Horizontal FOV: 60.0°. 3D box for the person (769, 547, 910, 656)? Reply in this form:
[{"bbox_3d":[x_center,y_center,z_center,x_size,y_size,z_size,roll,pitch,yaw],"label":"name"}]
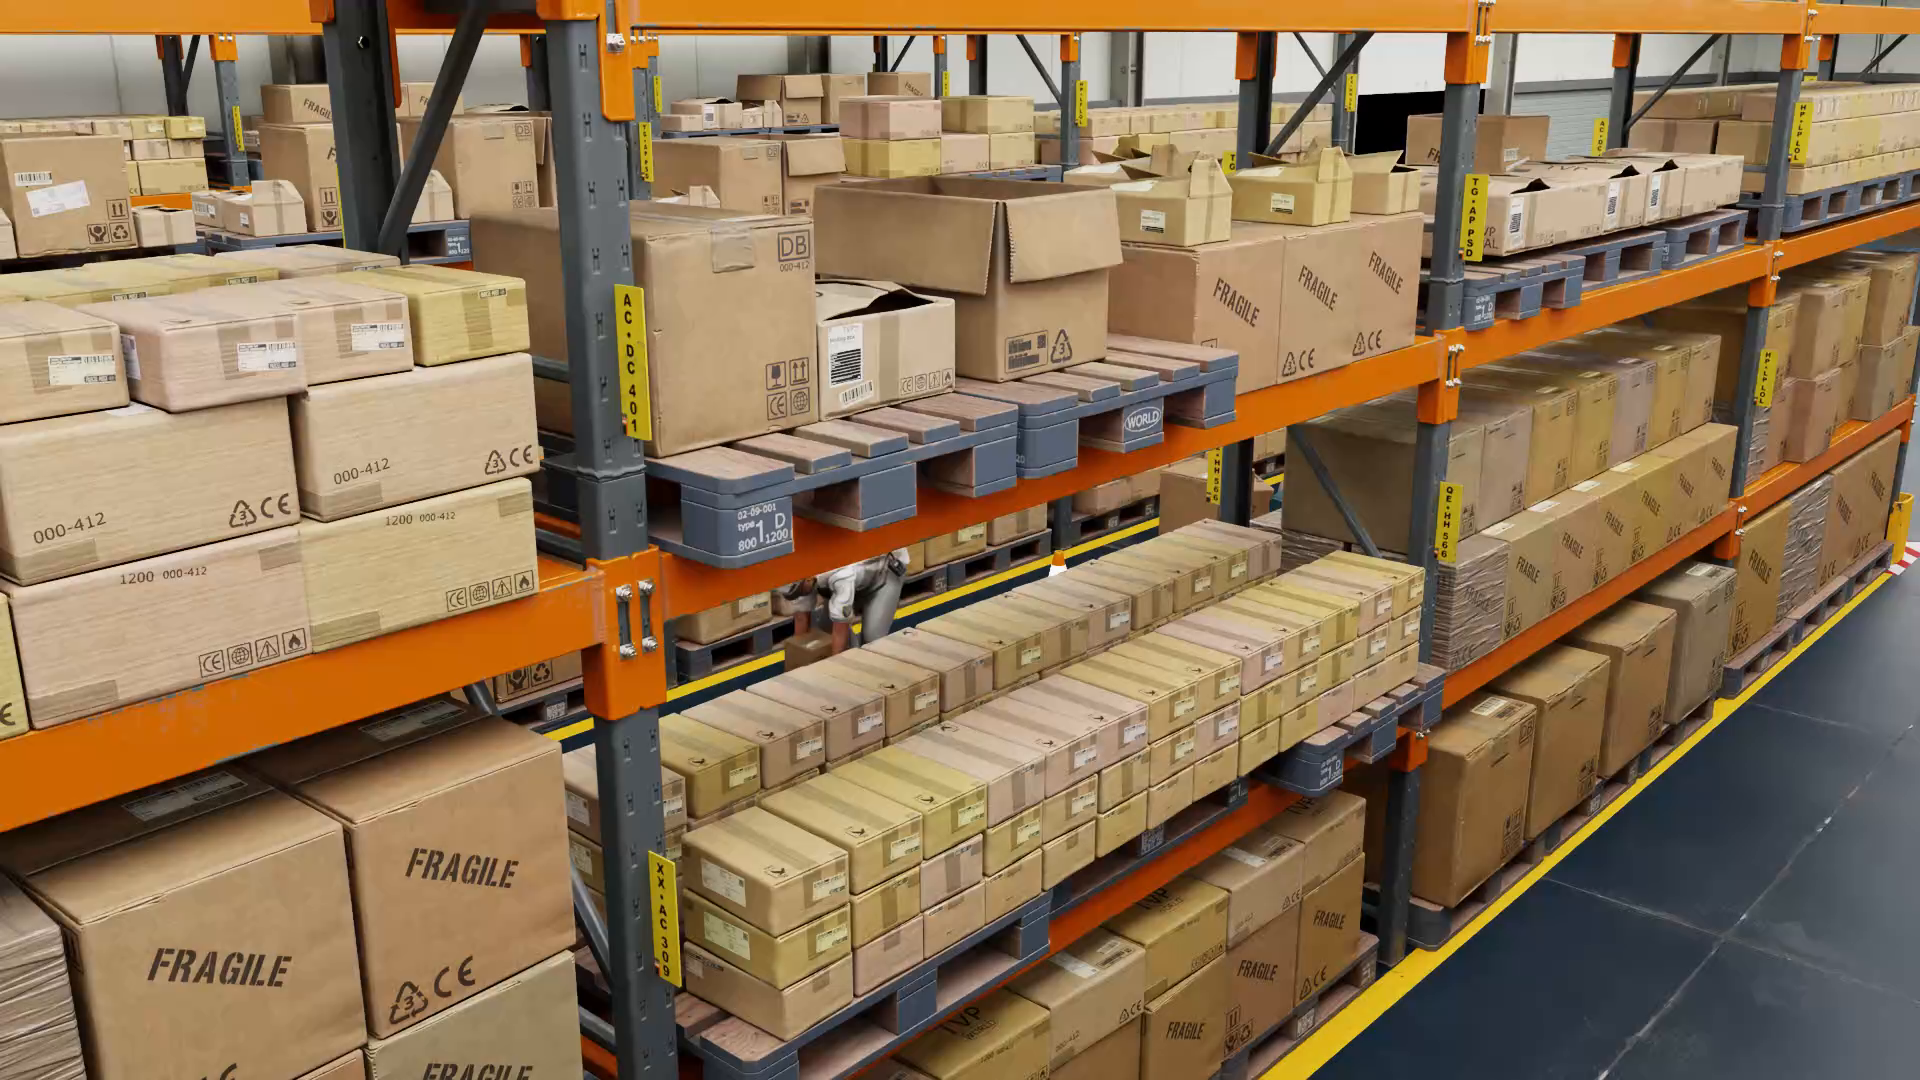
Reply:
[{"bbox_3d":[-0.737,0.503,9.993,0.504,1.102,1.046,13,21,37],"label":"person"}]
